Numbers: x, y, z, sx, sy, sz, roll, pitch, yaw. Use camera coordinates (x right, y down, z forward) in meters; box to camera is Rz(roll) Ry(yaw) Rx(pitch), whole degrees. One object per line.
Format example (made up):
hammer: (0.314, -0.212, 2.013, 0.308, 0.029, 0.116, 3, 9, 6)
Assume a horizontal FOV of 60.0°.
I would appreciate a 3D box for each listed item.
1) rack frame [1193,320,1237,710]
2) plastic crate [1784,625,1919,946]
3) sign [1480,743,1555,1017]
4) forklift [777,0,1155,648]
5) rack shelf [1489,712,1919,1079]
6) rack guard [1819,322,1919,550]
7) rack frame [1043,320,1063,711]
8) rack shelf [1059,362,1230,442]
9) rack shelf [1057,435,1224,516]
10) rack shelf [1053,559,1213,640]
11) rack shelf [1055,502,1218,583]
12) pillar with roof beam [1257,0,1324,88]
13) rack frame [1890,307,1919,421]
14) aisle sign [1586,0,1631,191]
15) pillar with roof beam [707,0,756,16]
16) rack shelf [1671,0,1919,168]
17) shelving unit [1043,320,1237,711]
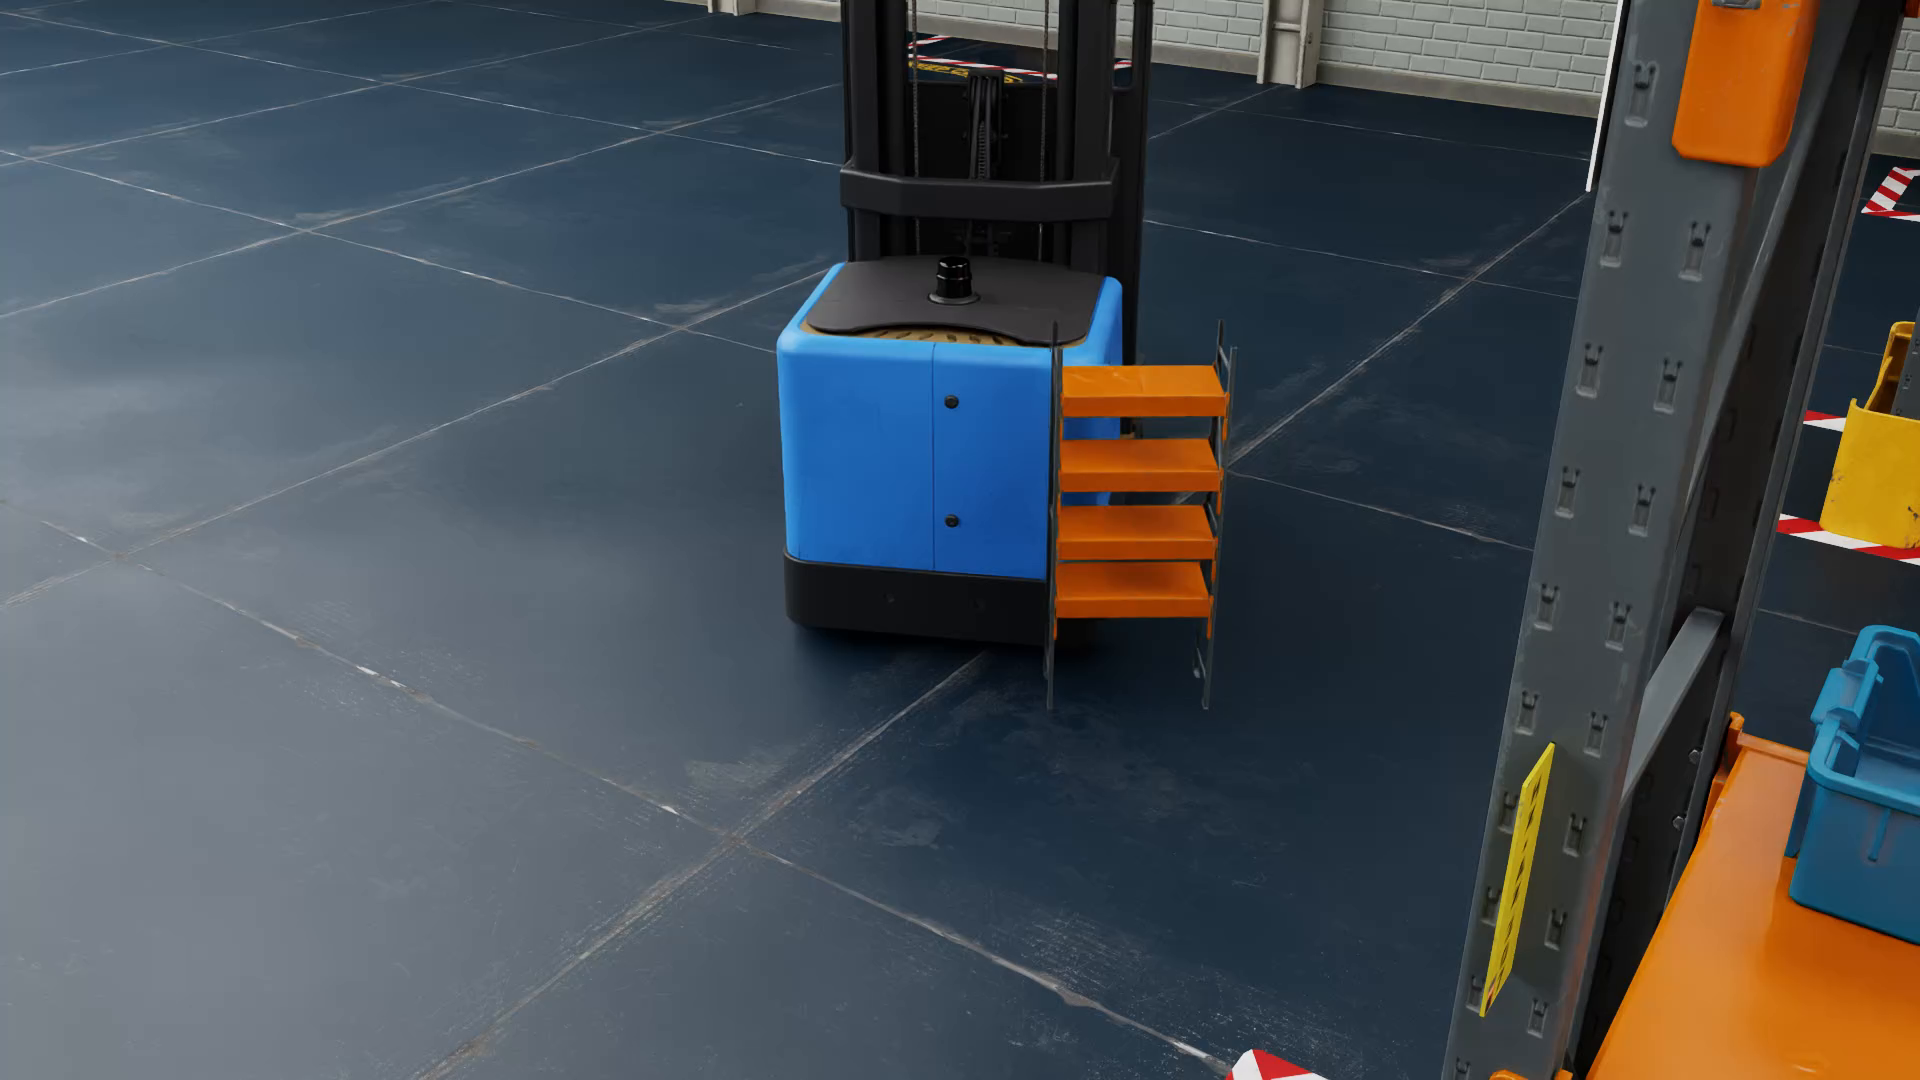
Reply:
rack frame: (0.768, -0.057, 5.039, 0.015, 1.200, 0.240, 0, 27, -1)
plastic crate: (1.525, 0.389, 2.343, 0.616, 0.251, 0.499, 17, 32, 30)
sign: (0.628, 0.387, 1.877, 0.005, 0.325, 0.100, 17, 32, 30)
forklift: (0.168, -1.599, 6.161, 1.130, 2.935, 3.031, 4, 27, 9)
rack shelf: (2.592, 1.140, 1.496, 4.000, 0.370, 1.077, 17, 32, 30)
rack guard: (3.731, -0.437, 6.558, 0.348, 0.500, 1.175, 17, 32, 30)
rack frame: (0.280, -0.054, 5.033, 0.015, 1.200, 0.240, 0, 27, -1)
rack shelf: (0.524, -0.406, 4.858, 0.480, 0.148, 0.258, 0, 27, -1)
rack shelf: (0.524, -0.195, 4.965, 0.480, 0.148, 0.258, 0, 27, -1)
rack shelf: (0.524, 0.181, 5.157, 0.480, 0.148, 0.258, 0, 27, -1)
rack shelf: (0.524, 0.004, 5.067, 0.480, 0.148, 0.258, 0, 27, -1)
pillar with roof beam: (0.236, -6.147, 8.406, 0.400, 9.000, 9.100, 17, 32, 30)
rack frame: (3.751, -1.545, 5.979, 0.127, 3.000, 1.000, 17, 32, 30)
aisle sign: (0.718, -0.762, 1.573, 0.004, 0.787, 0.394, 17, 32, 30)
pillar with roof beam: (-4.710, -7.687, 11.434, 0.400, 9.000, 9.100, 17, 32, 30)
rack shelf: (2.592, -0.197, 0.815, 4.000, 0.370, 1.077, 17, 32, 30)
shelving unit: (0.524, -0.056, 5.036, 0.503, 1.200, 0.258, 0, 27, -1)
